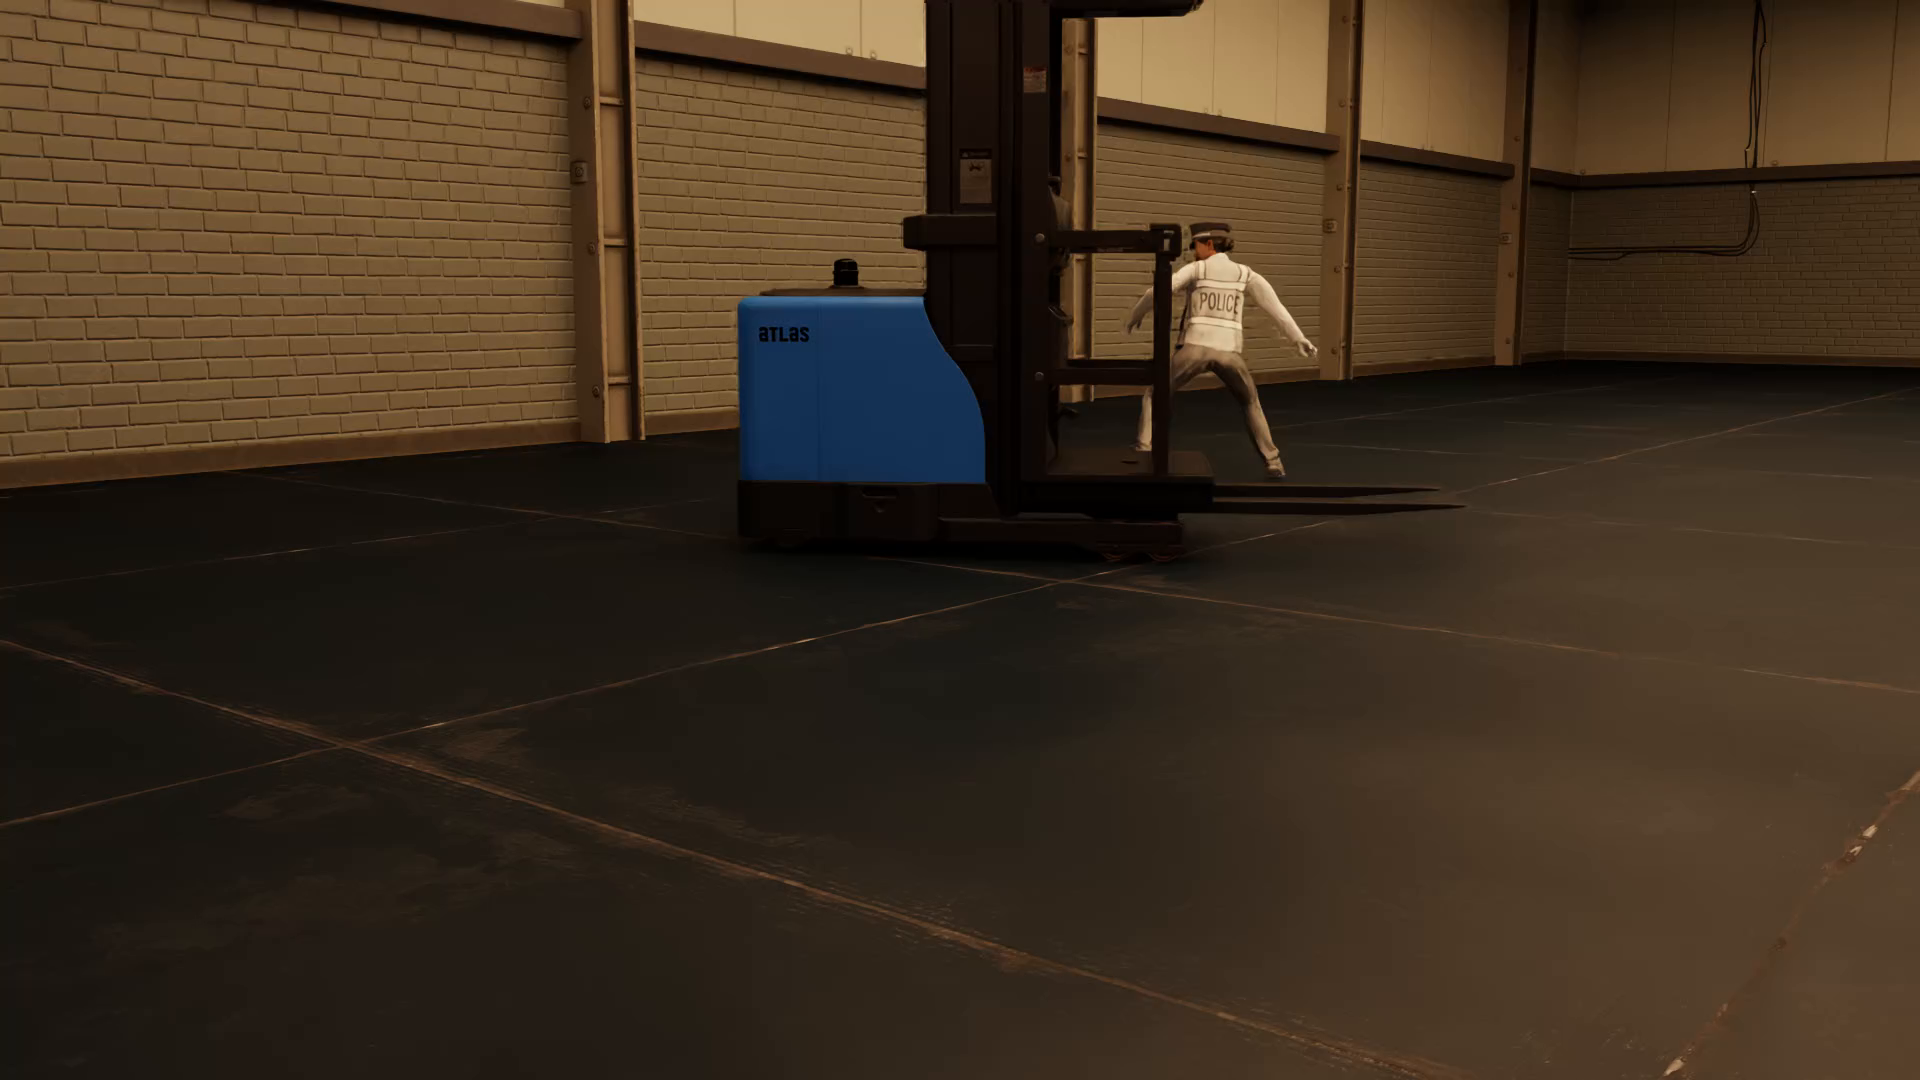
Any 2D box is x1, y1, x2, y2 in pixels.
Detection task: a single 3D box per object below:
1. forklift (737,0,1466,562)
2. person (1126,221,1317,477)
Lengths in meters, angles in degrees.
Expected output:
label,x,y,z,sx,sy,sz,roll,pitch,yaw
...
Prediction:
label,x,y,z,sx,sy,sz,roll,pitch,yaw
forklift,0.607,-1.441,7.131,3.031,2.935,1.130,1,8,6
person,1.520,-1.058,9.758,1.055,1.608,0.529,0,8,-3
